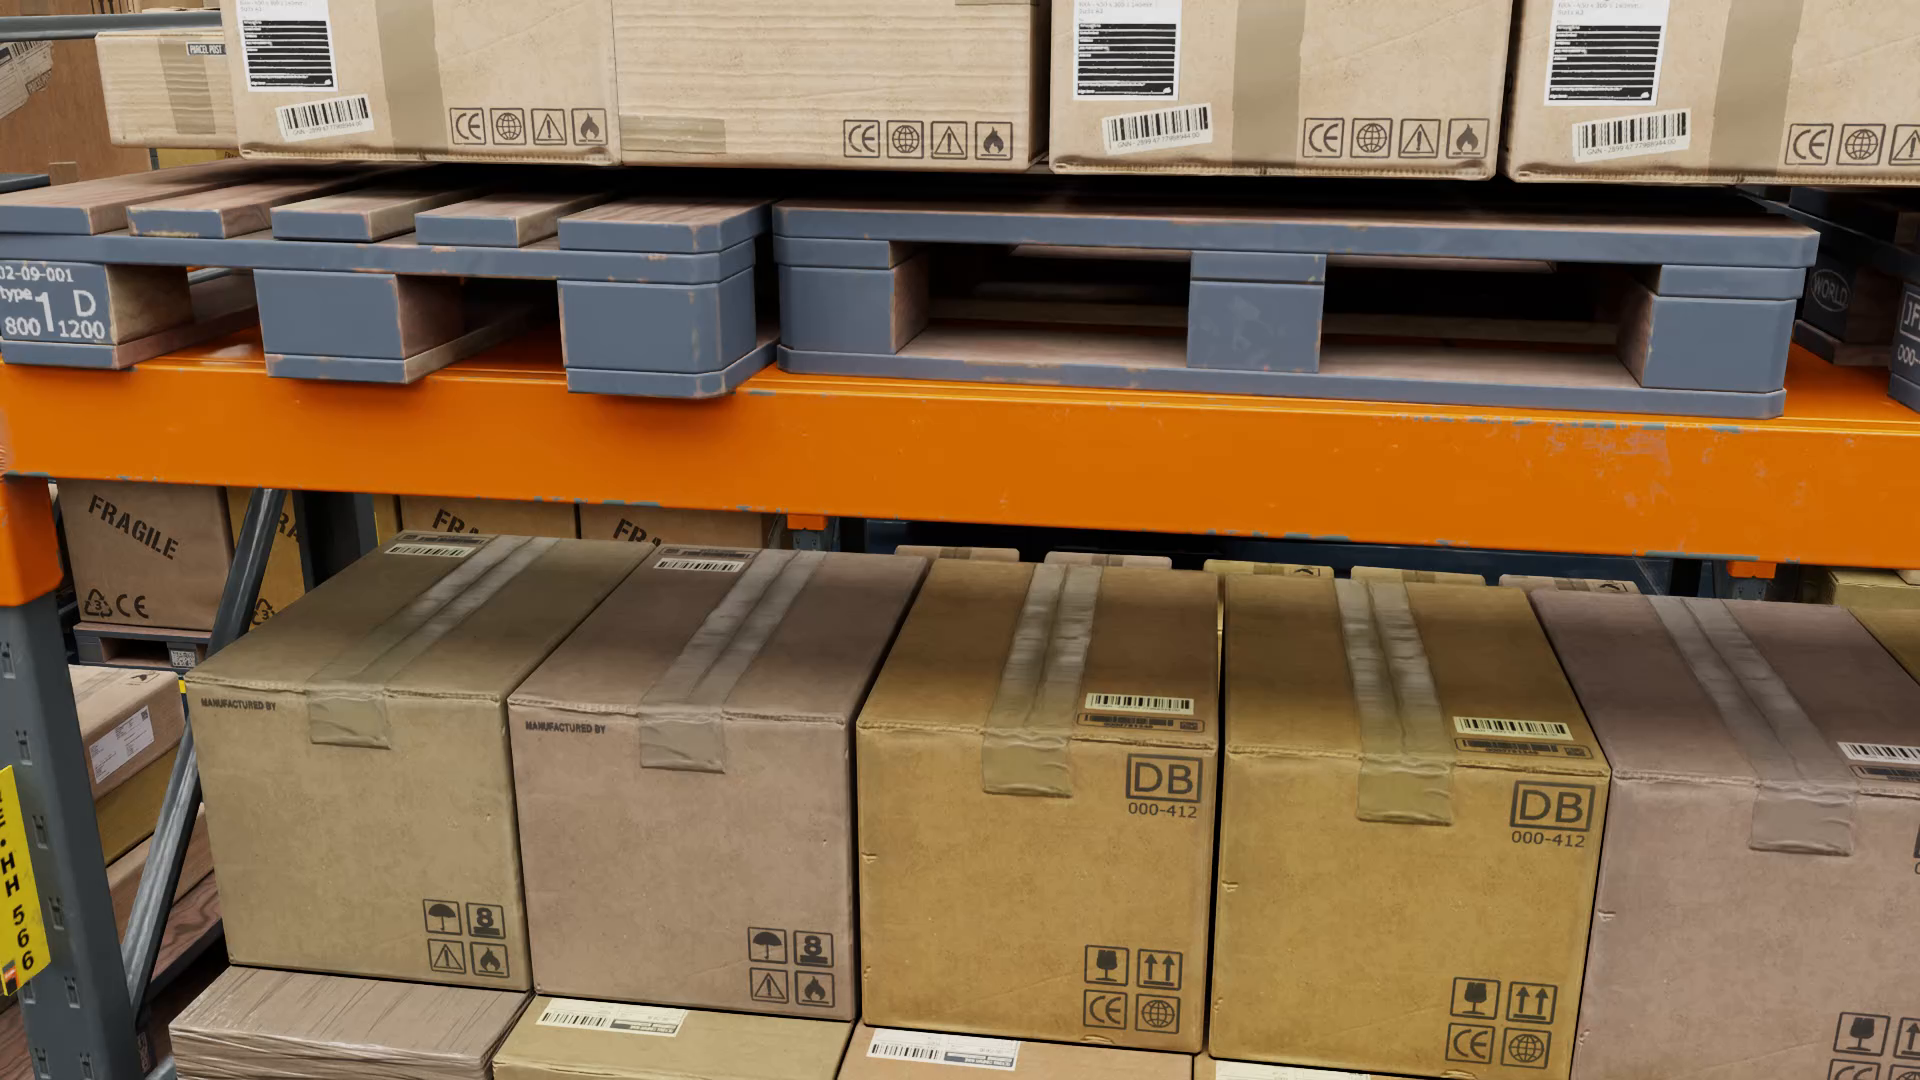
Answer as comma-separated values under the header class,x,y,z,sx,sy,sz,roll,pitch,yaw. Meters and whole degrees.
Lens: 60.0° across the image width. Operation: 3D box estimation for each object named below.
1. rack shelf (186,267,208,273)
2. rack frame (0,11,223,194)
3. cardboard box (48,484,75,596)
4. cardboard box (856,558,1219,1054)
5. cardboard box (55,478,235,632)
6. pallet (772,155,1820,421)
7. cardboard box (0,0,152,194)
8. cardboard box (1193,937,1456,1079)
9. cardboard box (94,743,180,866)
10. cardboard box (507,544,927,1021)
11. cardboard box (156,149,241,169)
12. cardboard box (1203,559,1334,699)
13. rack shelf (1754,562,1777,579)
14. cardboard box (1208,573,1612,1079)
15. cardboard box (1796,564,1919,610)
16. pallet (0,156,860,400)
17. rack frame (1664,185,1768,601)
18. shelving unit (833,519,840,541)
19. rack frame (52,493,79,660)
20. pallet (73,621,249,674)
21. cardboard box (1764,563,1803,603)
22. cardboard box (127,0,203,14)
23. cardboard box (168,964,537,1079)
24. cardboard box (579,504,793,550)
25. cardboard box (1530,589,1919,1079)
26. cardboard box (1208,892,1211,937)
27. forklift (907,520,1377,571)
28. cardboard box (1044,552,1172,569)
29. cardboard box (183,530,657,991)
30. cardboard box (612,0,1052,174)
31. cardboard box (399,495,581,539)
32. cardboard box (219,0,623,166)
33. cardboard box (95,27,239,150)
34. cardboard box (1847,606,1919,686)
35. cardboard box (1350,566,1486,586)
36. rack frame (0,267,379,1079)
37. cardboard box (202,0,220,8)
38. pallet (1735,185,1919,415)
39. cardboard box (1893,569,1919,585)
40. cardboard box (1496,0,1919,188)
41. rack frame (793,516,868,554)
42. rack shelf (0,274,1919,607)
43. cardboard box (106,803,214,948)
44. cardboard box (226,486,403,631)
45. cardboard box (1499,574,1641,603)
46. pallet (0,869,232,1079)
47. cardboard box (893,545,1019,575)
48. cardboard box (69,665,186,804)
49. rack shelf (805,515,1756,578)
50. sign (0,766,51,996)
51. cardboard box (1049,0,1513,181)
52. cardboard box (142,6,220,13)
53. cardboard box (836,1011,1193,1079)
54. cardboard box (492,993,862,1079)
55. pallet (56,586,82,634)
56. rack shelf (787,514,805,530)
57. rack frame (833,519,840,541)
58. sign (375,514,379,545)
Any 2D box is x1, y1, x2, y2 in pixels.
class,x,y,z,sx,sy,sz,roll,pitch,yaw
rack shelf,-3.271,-0.349,3.024,4.000,0.370,1.077,3,19,9
rack frame,-1.296,-2.011,2.133,0.127,3.000,1.000,3,19,9
cardboard box,-5.163,0.027,8.871,0.875,0.438,0.875,3,19,8
cardboard box,0.152,0.388,2.683,0.500,0.500,0.700,3,19,8
cardboard box,-3.936,-0.109,8.589,0.875,0.875,0.875,4,19,10
pallet,0.452,-0.428,2.426,1.213,0.211,1.003,4,19,11
cardboard box,-1.818,-0.749,2.928,0.500,0.500,0.500,3,19,9
cardboard box,0.596,0.969,2.521,0.500,0.500,0.500,3,19,8
cardboard box,-1.742,0.525,3.271,0.250,0.149,0.380,4,19,11
cardboard box,-0.355,0.363,2.759,0.500,0.500,0.700,3,19,8
cardboard box,-5.840,-2.923,12.898,0.500,0.500,0.500,3,19,10
cardboard box,1.423,0.431,7.768,0.625,0.372,0.950,4,19,10
rack shelf,5.313,-0.079,6.946,4.000,0.370,1.077,3,19,9
cardboard box,0.656,0.413,2.607,0.500,0.500,0.700,3,19,8
cardboard box,3.878,0.342,7.042,0.500,0.500,0.500,4,19,11
pallet,-0.652,-0.484,2.592,1.003,0.211,1.213,4,19,11
rack frame,3.338,-0.521,7.133,0.127,3.000,1.000,3,19,9
shelving unit,-0.522,-0.590,10.175,0.503,1.200,0.258,2,19,6
rack frame,-4.560,-0.924,8.336,0.127,3.000,1.000,3,19,9
pallet,-3.787,0.414,8.733,1.213,0.211,1.003,3,19,9
cardboard box,3.965,0.174,7.546,0.500,0.500,0.500,3,19,8
cardboard box,-3.736,-2.458,7.374,0.500,0.500,0.500,3,19,8
cardboard box,-0.896,0.893,2.749,0.500,0.500,0.500,3,19,9
cardboard box,-1.280,0.025,8.187,0.875,0.875,0.875,3,19,8
cardboard box,1.155,0.439,2.530,0.500,0.500,0.700,3,19,9
cardboard box,0.683,0.800,3.028,0.500,0.500,0.500,3,19,10
forklift,1.239,-1.343,9.697,3.031,2.935,1.130,2,19,6
cardboard box,0.675,0.391,7.887,0.625,0.372,0.950,3,19,8
cardboard box,-0.855,0.338,2.833,0.500,0.500,0.700,3,19,8
cardboard box,-0.122,-0.634,2.160,0.500,0.250,0.500,3,19,10
cardboard box,-2.160,-0.021,8.325,0.875,0.875,0.875,3,19,9
cardboard box,-0.617,-0.688,2.226,0.500,0.311,0.500,3,19,9
cardboard box,-0.992,-0.650,2.366,0.250,0.149,0.380,2,19,6
cardboard box,1.654,0.465,2.453,0.500,0.500,0.700,3,19,8
cardboard box,2.110,0.465,7.665,0.625,0.372,0.950,4,19,12
rack frame,-1.296,0.833,3.085,0.127,3.000,1.000,3,19,9
cardboard box,-3.657,-2.525,7.872,0.500,0.311,0.500,3,19,9
pallet,1.740,-0.328,2.129,1.217,0.209,0.805,2,19,6
cardboard box,3.992,0.060,6.864,0.250,0.149,0.380,3,19,9
cardboard box,0.887,-0.611,1.996,0.500,0.311,0.500,2,19,7
rack frame,-0.611,-0.722,7.735,0.127,3.000,1.000,3,19,9
rack shelf,0.678,-0.147,2.422,4.000,0.370,1.077,3,19,9
cardboard box,-1.706,0.668,3.314,0.250,0.149,0.380,3,19,8
cardboard box,-3.042,-0.066,8.460,0.875,0.875,0.875,3,19,10
cardboard box,2.820,0.500,7.560,0.625,0.372,0.950,3,19,9
pallet,-2.017,0.922,3.123,1.003,0.211,1.213,3,19,9
cardboard box,-0.055,0.356,7.991,0.625,0.372,0.950,2,19,5
cardboard box,-1.726,0.387,3.215,0.250,0.149,0.380,3,19,9
rack shelf,1.364,-0.281,7.548,4.000,0.370,1.077,3,19,9
sign,-1.373,0.492,2.404,0.005,0.325,0.100,3,19,9
cardboard box,0.385,-0.637,2.073,0.500,0.311,0.500,3,19,8
cardboard box,-3.367,-2.261,7.313,0.250,0.166,0.380,2,19,5
cardboard box,0.104,0.943,2.598,0.500,0.500,0.500,3,19,9
cardboard box,-0.394,0.918,2.675,0.500,0.500,0.500,3,19,8
pallet,-5.299,0.336,8.967,1.213,0.211,1.003,3,19,9
rack shelf,-2.586,-0.482,8.150,4.000,0.370,1.077,3,19,9
rack frame,-0.764,-0.599,10.203,0.015,1.200,0.240,2,19,6
sign,-1.212,0.110,3.421,0.005,0.325,0.100,3,19,9
